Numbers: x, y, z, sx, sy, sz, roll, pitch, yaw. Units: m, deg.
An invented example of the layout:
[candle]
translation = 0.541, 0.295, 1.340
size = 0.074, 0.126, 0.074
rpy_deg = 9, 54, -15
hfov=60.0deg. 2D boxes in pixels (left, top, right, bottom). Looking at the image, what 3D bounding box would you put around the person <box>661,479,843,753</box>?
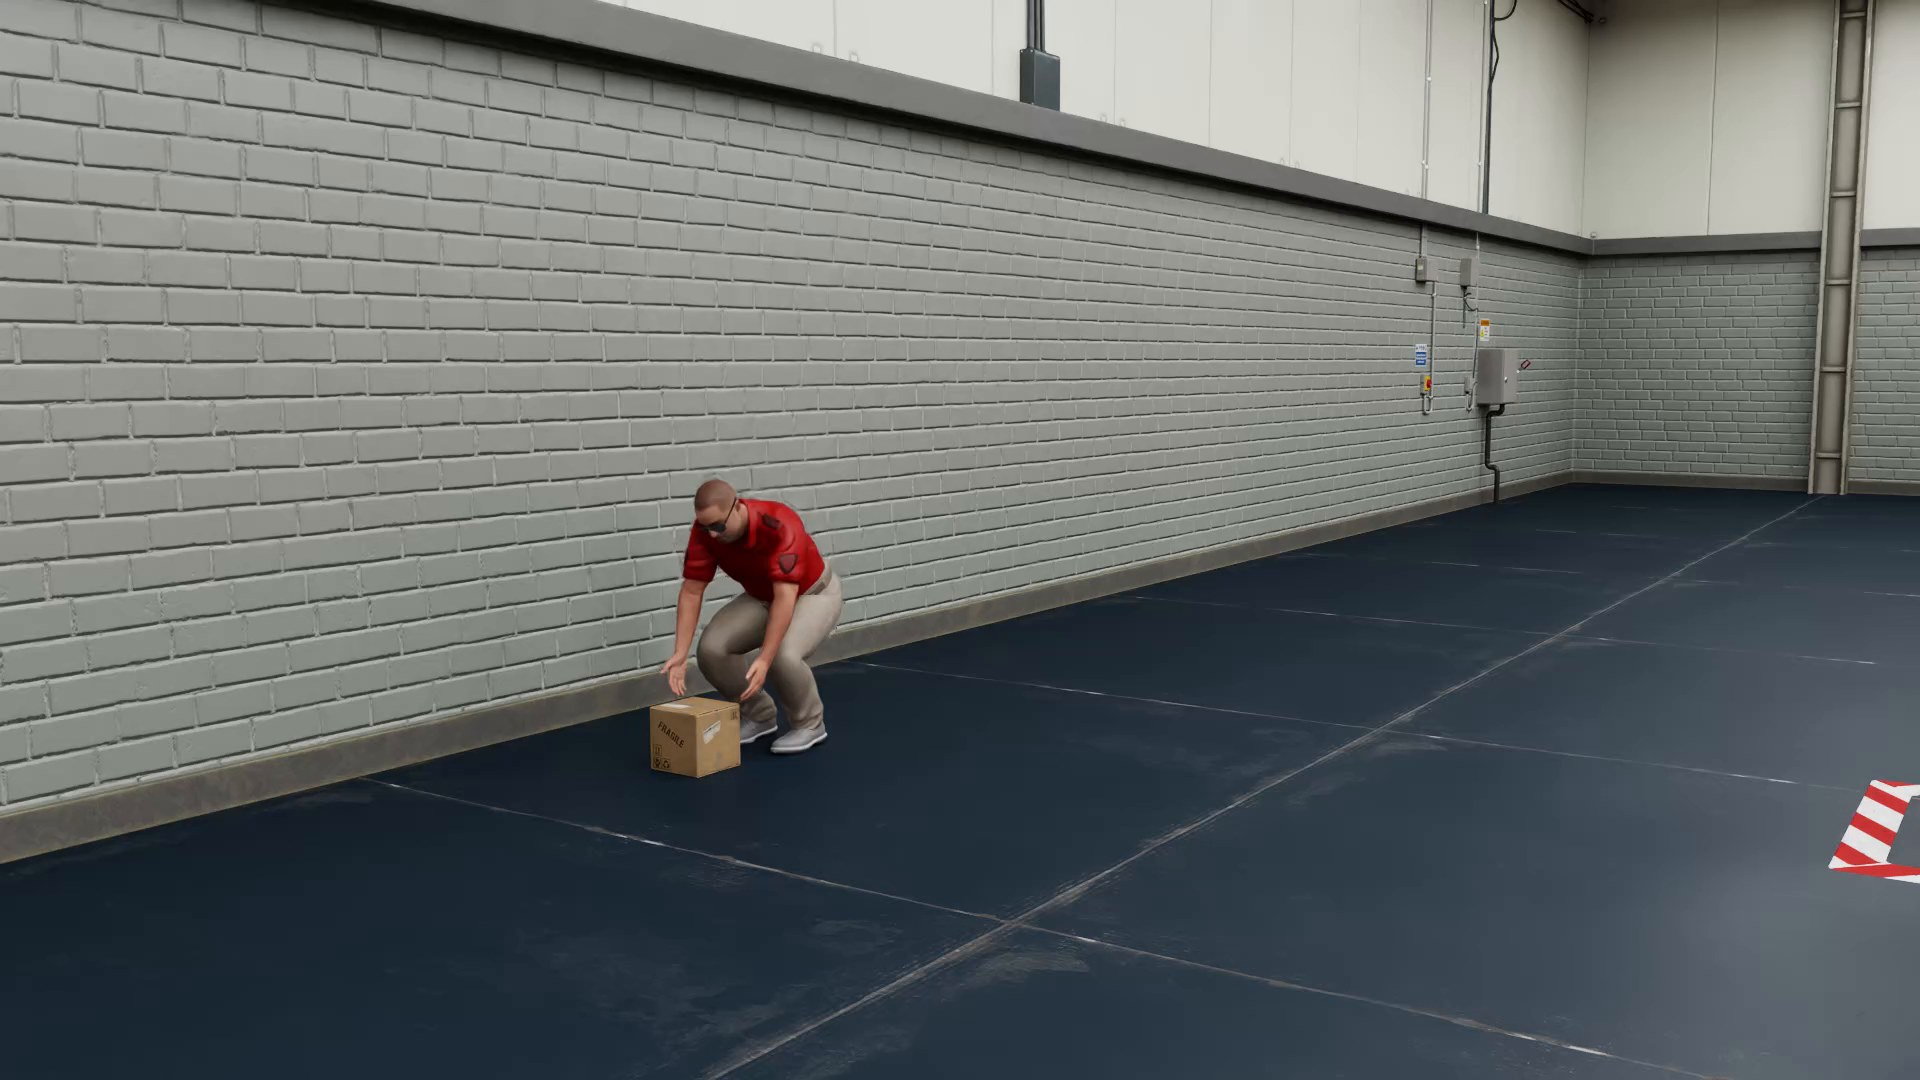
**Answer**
[person]
translation = -0.800, 0.300, 6.828
size = 0.577, 1.142, 0.823
rpy_deg = 4, 7, 33
